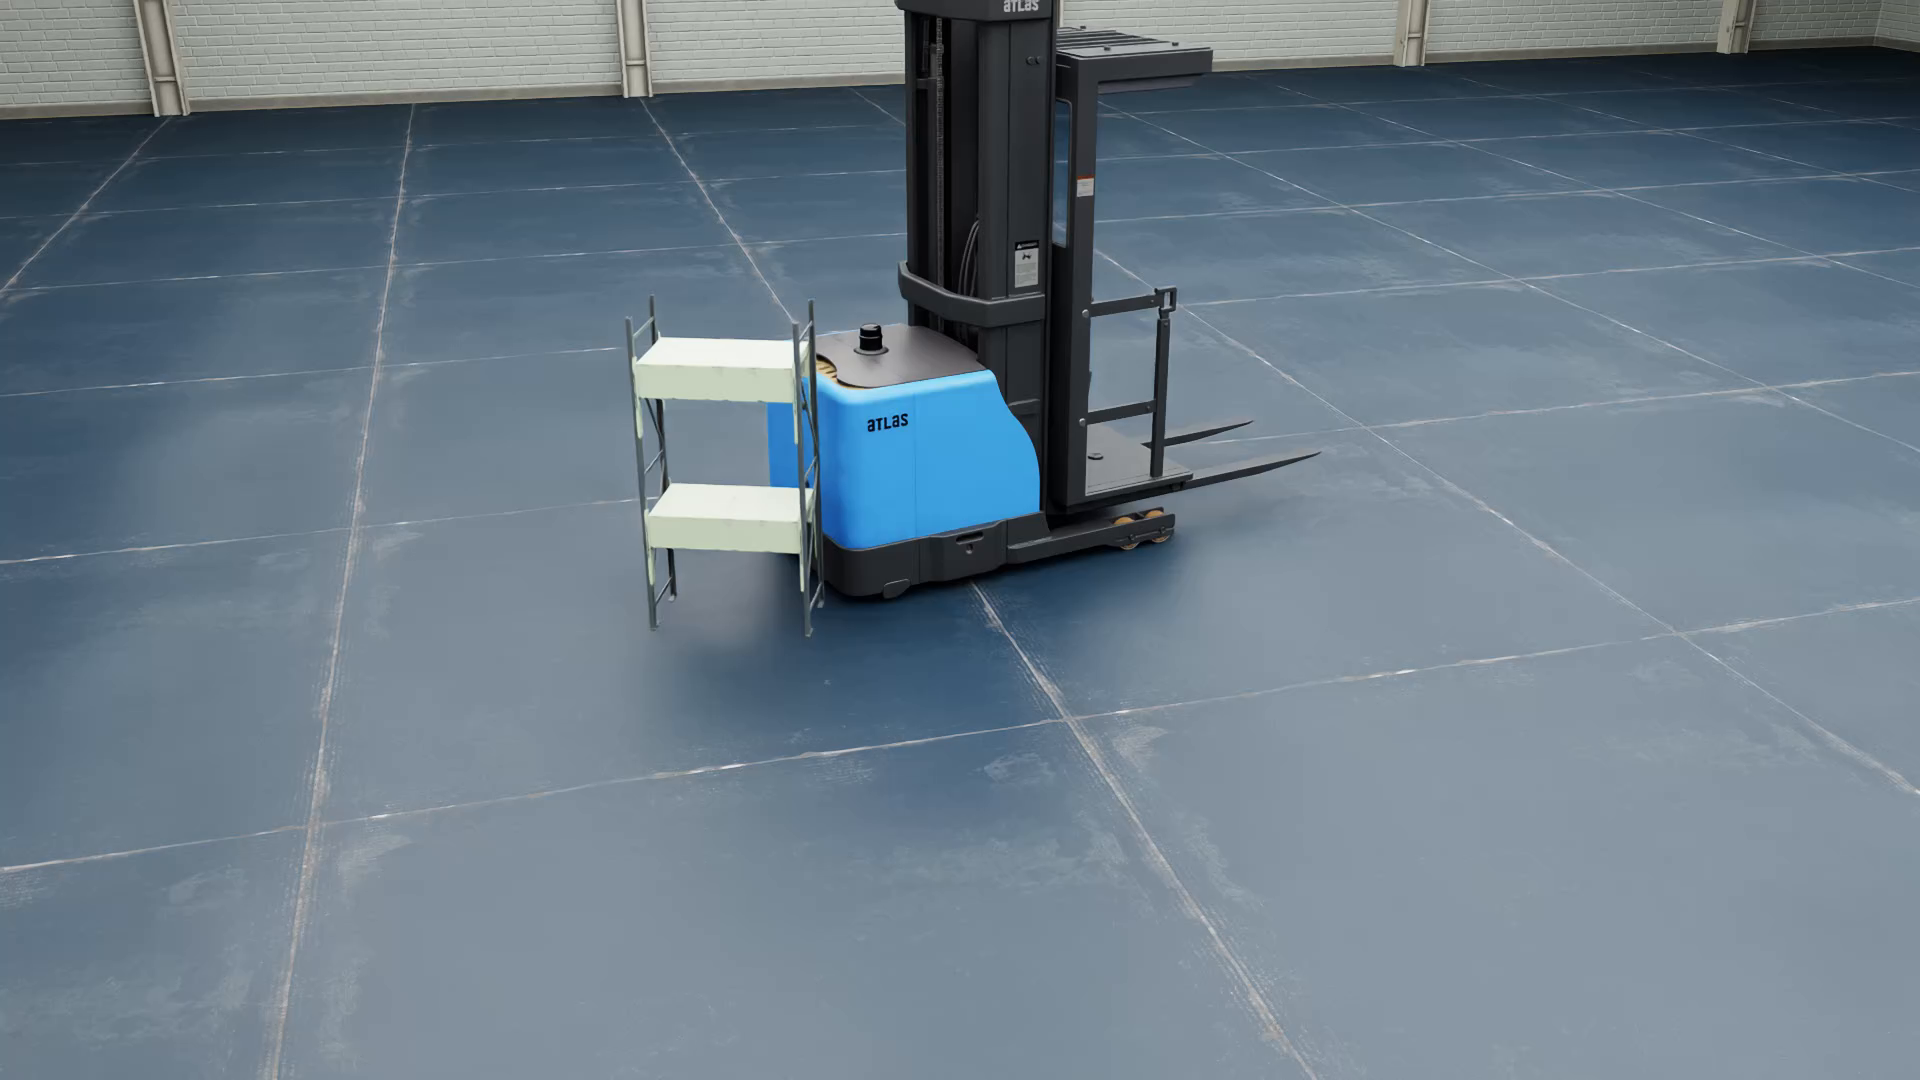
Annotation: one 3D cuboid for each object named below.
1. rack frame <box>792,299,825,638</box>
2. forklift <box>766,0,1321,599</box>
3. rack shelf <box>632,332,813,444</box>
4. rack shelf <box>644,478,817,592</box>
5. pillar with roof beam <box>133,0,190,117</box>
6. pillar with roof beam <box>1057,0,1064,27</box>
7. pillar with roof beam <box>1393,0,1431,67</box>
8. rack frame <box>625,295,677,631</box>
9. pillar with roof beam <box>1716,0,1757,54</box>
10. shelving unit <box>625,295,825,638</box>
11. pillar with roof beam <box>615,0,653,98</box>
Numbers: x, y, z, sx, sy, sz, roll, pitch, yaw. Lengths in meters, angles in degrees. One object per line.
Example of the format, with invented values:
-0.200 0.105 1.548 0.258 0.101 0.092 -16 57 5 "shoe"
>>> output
-0.686 -0.314 7.580 0.023 1.500 0.400 2 23 5 "rack frame"
0.545 -1.465 8.448 3.031 2.935 1.130 -12 26 -26 "forklift"
-1.050 -0.688 7.461 0.720 0.370 0.431 2 23 5 "rack shelf"
-1.050 -0.030 7.743 0.720 0.370 0.431 2 23 5 "rack shelf"
-9.113 -8.060 16.123 0.400 9.000 9.100 -6 24 -14 "pillar with roof beam"
2.441 -9.338 19.102 0.400 9.000 9.100 -6 24 -14 "pillar with roof beam"
8.218 -9.978 20.591 0.400 9.000 9.100 -6 24 -14 "pillar with roof beam"
-1.414 -0.344 7.649 0.023 1.500 0.400 2 23 5 "rack frame"
13.995 -10.617 22.080 0.400 9.000 9.100 -6 24 -14 "pillar with roof beam"
-1.050 -0.329 7.615 0.755 1.500 0.431 2 23 5 "shelving unit"
-3.336 -8.699 17.612 0.400 9.000 9.100 -6 24 -14 "pillar with roof beam"
